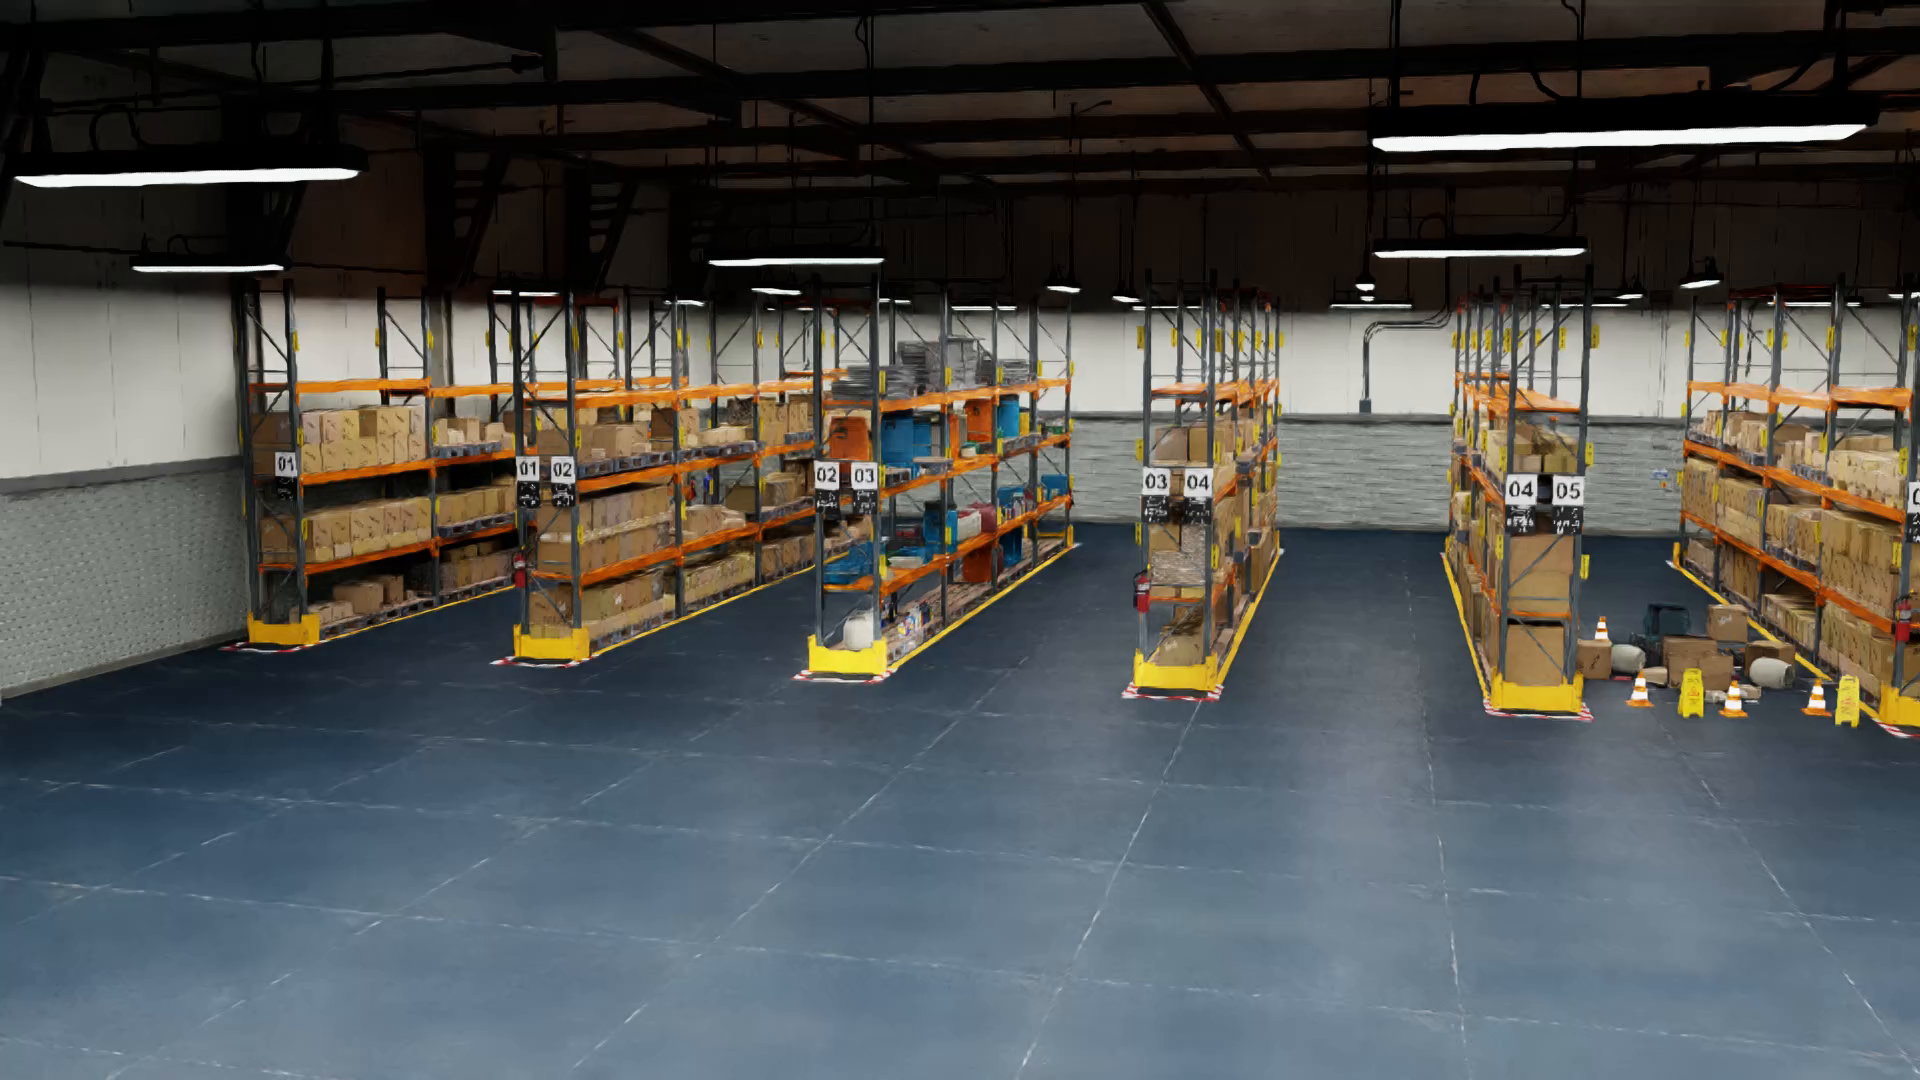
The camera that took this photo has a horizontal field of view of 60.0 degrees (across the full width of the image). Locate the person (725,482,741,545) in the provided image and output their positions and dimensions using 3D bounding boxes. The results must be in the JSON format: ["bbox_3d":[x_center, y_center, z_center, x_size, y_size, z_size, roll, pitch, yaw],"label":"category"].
[{"bbox_3d":[-5.383,-0.614,40.183,0.639,1.632,0.512,2,7,12],"label":"person"}]

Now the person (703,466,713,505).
[{"bbox_3d":[-6.751,-1.155,44.461,0.442,1.651,0.628,6,9,42],"label":"person"}]
